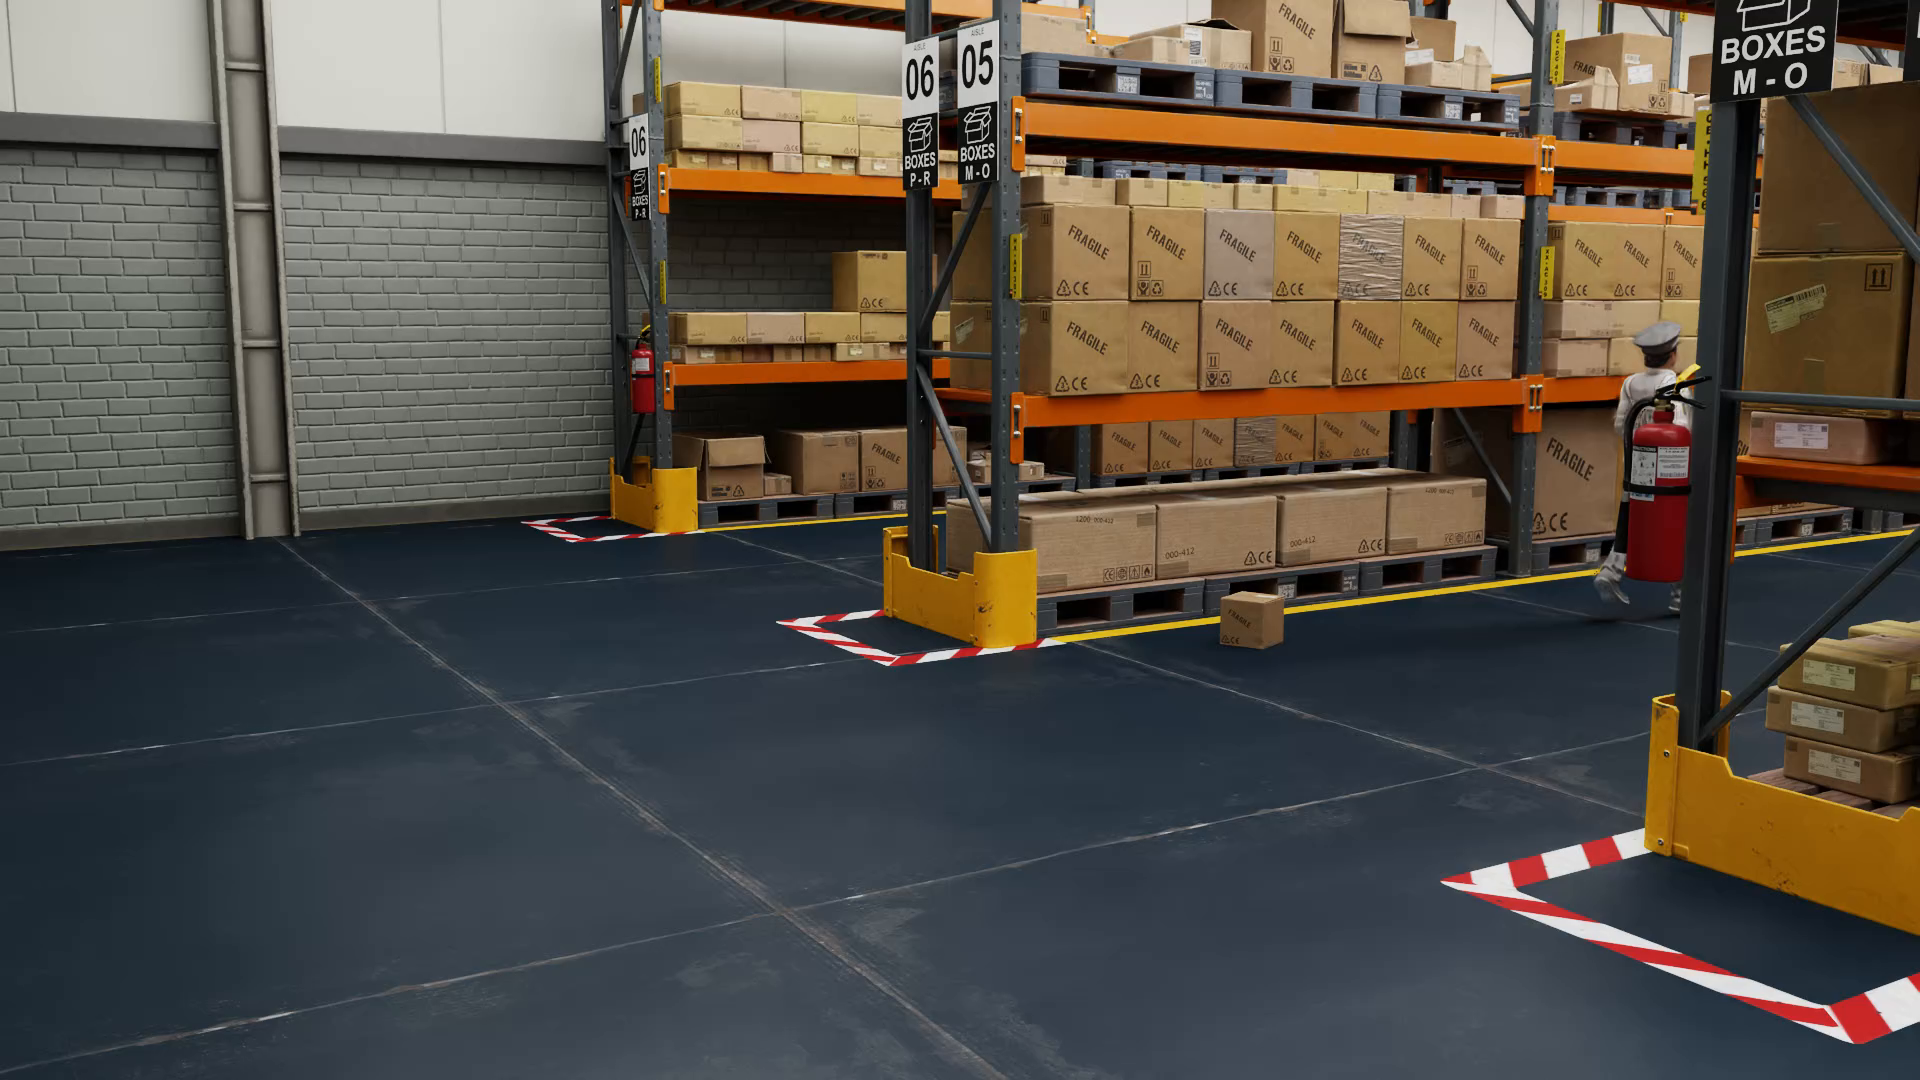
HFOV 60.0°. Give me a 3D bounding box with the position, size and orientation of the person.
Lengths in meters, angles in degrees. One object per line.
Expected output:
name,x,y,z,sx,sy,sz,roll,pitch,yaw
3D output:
person,3.959,-0.406,9.424,0.809,1.658,0.565,-5,9,-29
